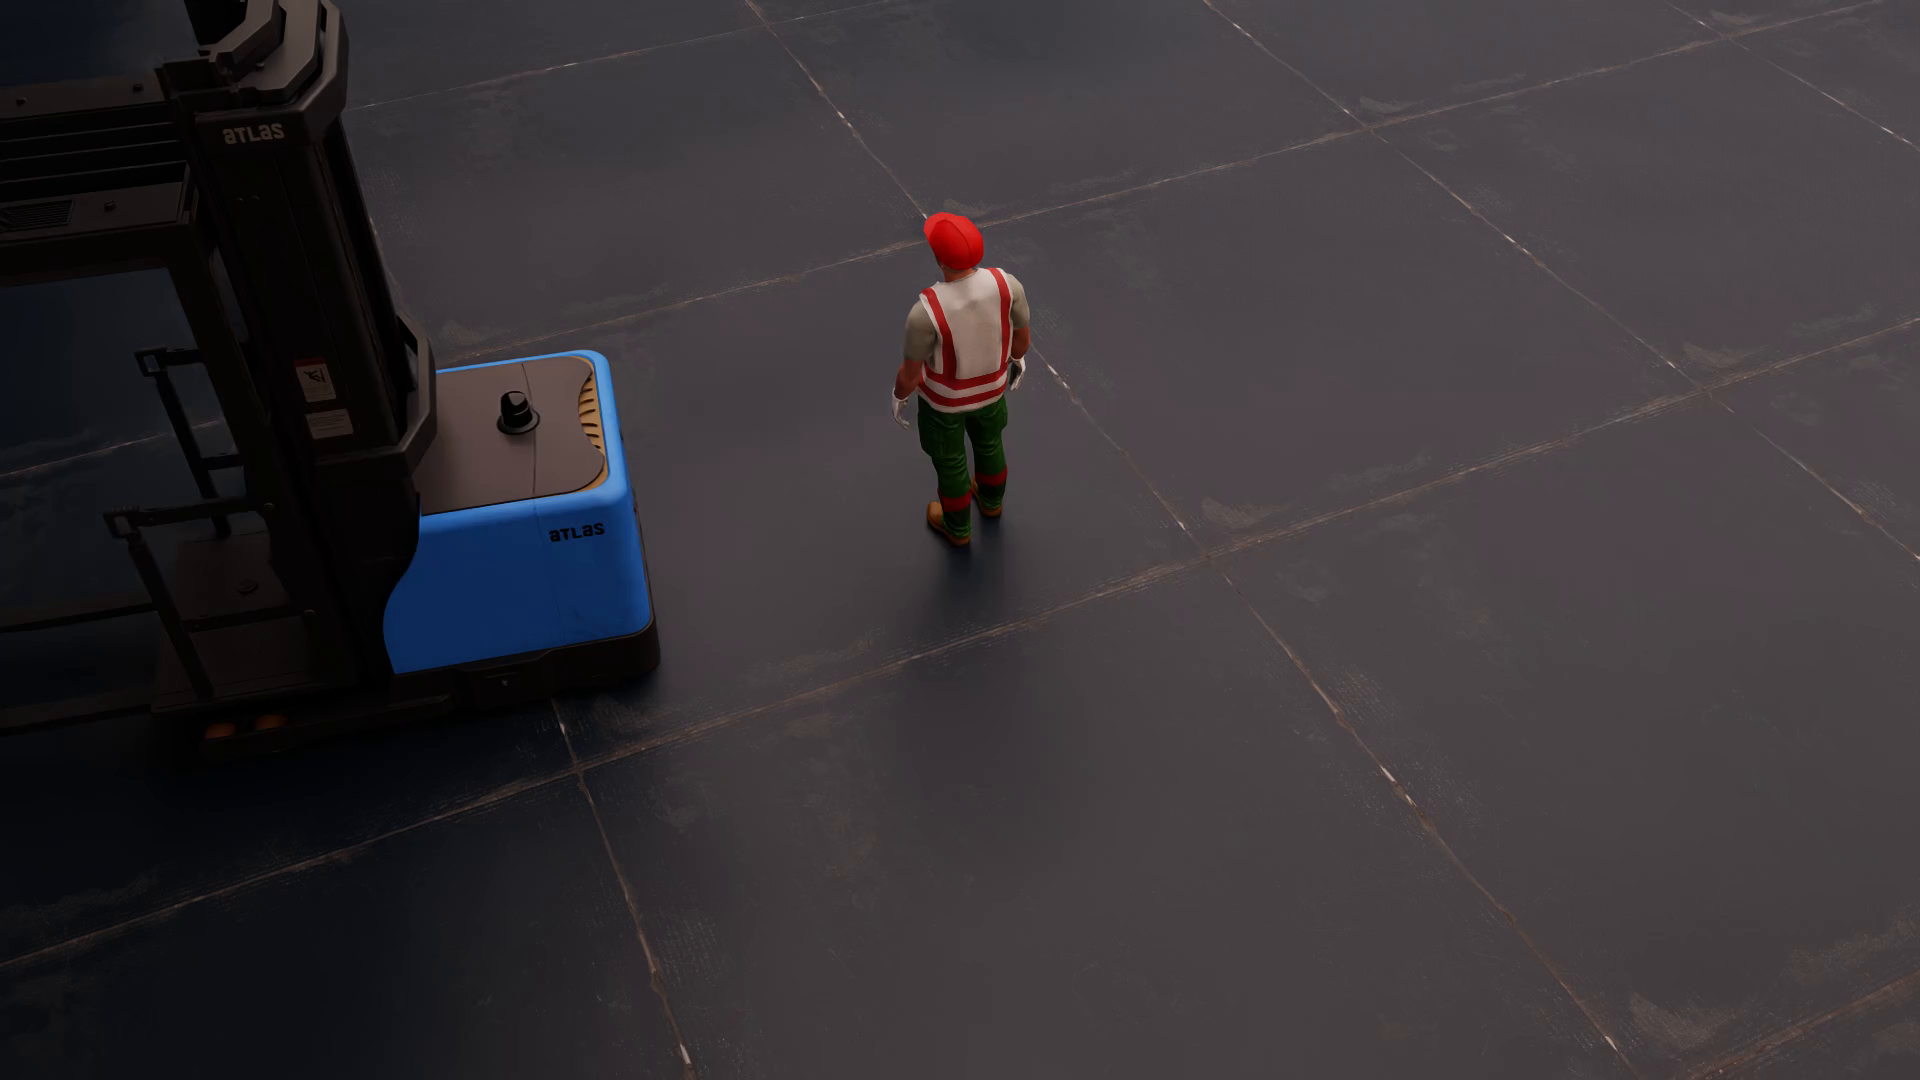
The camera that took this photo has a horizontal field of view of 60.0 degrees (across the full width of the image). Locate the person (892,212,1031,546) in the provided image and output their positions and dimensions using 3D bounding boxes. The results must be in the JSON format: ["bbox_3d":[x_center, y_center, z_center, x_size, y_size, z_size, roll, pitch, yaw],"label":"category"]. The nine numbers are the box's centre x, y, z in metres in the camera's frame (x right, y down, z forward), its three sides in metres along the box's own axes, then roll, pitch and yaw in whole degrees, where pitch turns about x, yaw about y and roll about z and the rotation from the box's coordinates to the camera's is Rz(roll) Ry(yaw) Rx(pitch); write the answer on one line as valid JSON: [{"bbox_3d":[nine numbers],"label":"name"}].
[{"bbox_3d":[-0.023,-0.712,7.270,0.638,1.787,0.564,-18,46,-18],"label":"person"}]

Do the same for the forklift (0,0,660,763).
[{"bbox_3d":[-2.868,-0.560,6.280,3.031,2.935,1.130,-10,44,-10],"label":"forklift"}]
